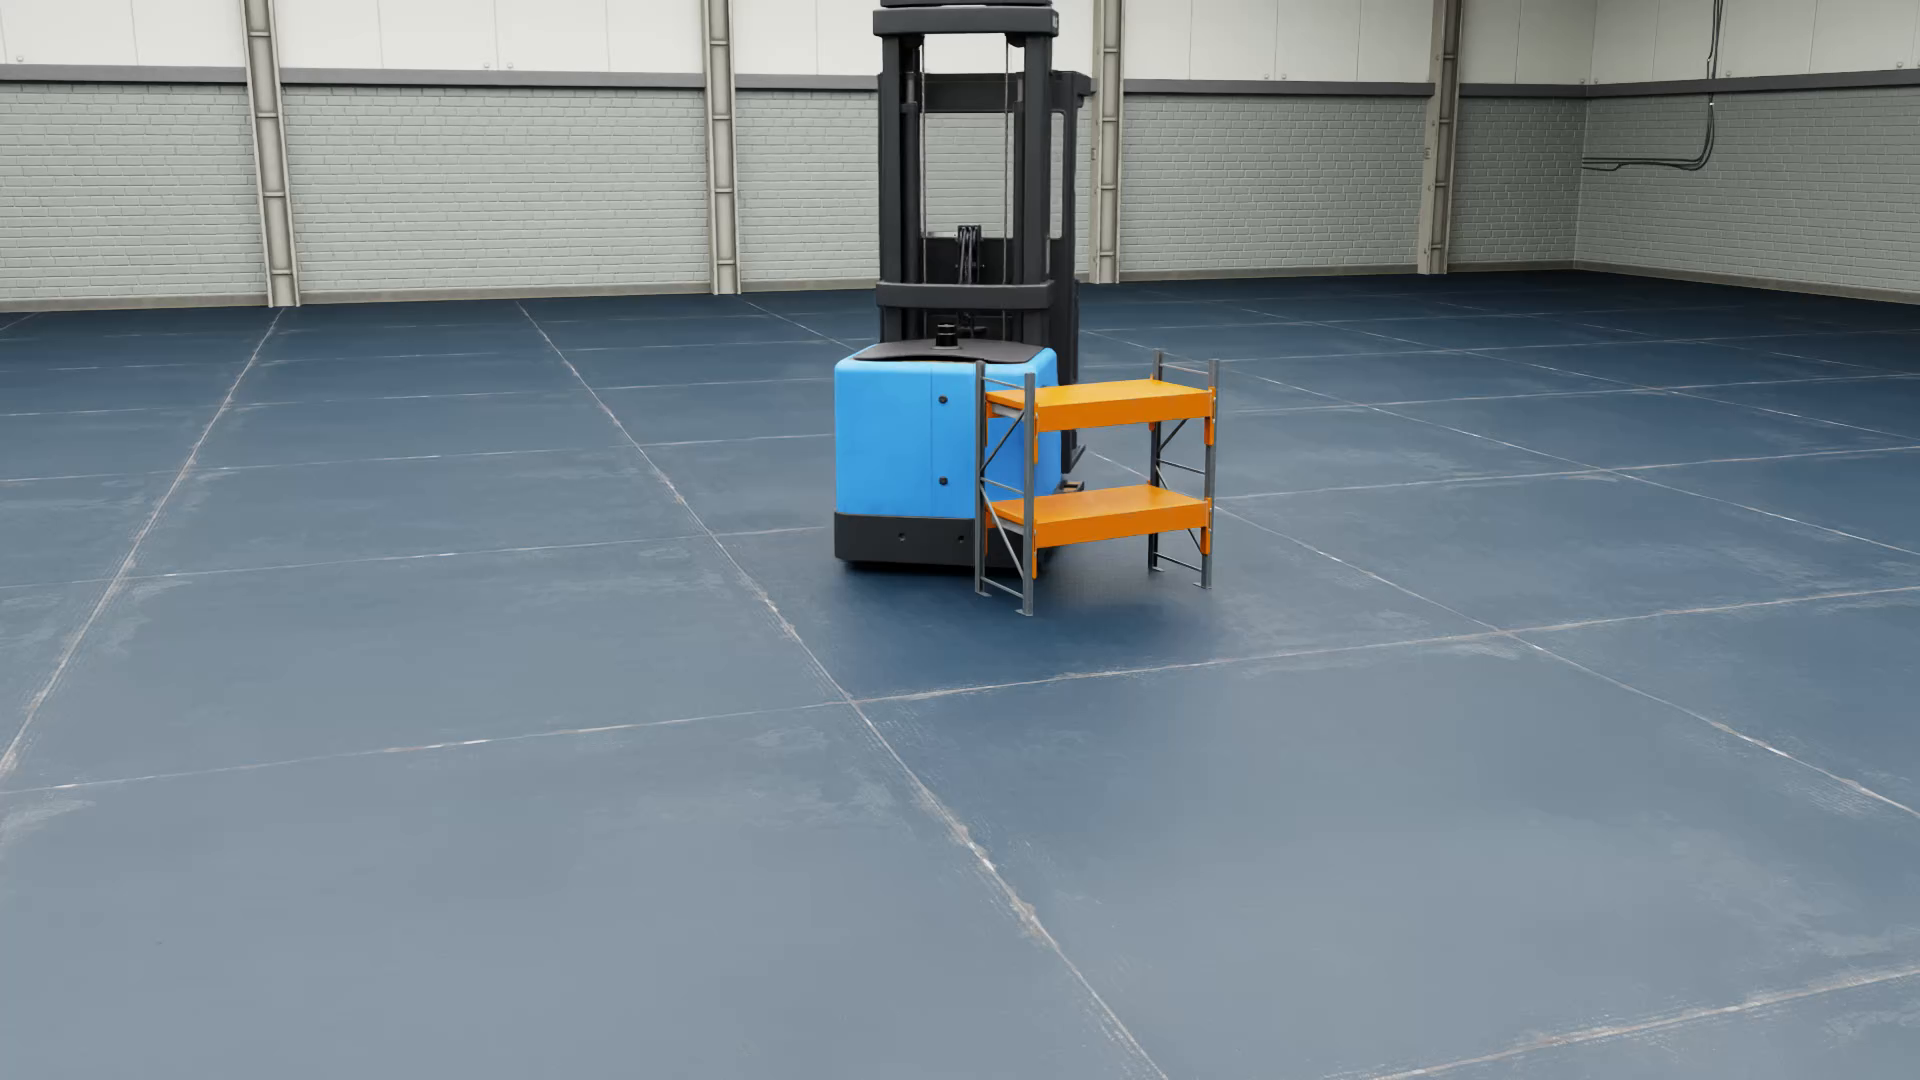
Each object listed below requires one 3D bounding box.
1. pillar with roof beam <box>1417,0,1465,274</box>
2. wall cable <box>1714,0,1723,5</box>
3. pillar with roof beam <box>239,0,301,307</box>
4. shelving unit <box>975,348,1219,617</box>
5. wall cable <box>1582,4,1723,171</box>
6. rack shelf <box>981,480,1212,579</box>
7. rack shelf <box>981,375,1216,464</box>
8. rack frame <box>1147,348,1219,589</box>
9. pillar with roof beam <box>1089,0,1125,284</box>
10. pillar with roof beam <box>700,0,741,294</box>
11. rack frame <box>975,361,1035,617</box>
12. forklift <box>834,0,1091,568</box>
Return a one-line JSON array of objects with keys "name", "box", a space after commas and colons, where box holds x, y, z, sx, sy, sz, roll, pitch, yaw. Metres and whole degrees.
[{"name": "pillar with roof beam", "box": [9.323, -7.926, 23.020, 0.400, 9.000, 9.100, -4, 14, -18]}, {"name": "wall cable", "box": [12.026, -9.151, 23.965, 0.112, 2.526, 3.097, -4, 14, -18]}, {"name": "pillar with roof beam", "box": [-7.737, -6.598, 17.435, 0.400, 9.000, 9.100, -4, 14, -18]}, {"name": "shelving unit", "box": [0.651, -0.302, 7.980, 1.048, 1.125, 0.538, -7, 15, -28]}, {"name": "wall cable", "box": [11.163, -7.287, 27.044, 0.112, 2.526, 3.097, -4, 14, -18]}, {"name": "rack shelf", "box": [0.651, -0.064, 8.037, 1.000, 0.278, 0.538, -7, 15, -28]}, {"name": "rack shelf", "box": [0.651, -0.586, 7.913, 1.000, 0.278, 0.538, -7, 15, -28]}, {"name": "rack frame", "box": [1.098, -0.358, 8.217, 0.032, 1.125, 0.500, -7, 15, -28]}, {"name": "pillar with roof beam", "box": [3.636, -7.484, 21.158, 0.400, 9.000, 9.100, -4, 14, -18]}, {"name": "pillar with roof beam", "box": [-2.051, -7.041, 19.297, 0.400, 9.000, 9.100, -4, 14, -18]}, {"name": "rack frame", "box": [0.204, -0.246, 7.744, 0.032, 1.125, 0.500, -7, 15, -28]}, {"name": "forklift", "box": [0.139, -1.579, 9.445, 1.130, 2.935, 3.031, 2, 14, 10]}]
